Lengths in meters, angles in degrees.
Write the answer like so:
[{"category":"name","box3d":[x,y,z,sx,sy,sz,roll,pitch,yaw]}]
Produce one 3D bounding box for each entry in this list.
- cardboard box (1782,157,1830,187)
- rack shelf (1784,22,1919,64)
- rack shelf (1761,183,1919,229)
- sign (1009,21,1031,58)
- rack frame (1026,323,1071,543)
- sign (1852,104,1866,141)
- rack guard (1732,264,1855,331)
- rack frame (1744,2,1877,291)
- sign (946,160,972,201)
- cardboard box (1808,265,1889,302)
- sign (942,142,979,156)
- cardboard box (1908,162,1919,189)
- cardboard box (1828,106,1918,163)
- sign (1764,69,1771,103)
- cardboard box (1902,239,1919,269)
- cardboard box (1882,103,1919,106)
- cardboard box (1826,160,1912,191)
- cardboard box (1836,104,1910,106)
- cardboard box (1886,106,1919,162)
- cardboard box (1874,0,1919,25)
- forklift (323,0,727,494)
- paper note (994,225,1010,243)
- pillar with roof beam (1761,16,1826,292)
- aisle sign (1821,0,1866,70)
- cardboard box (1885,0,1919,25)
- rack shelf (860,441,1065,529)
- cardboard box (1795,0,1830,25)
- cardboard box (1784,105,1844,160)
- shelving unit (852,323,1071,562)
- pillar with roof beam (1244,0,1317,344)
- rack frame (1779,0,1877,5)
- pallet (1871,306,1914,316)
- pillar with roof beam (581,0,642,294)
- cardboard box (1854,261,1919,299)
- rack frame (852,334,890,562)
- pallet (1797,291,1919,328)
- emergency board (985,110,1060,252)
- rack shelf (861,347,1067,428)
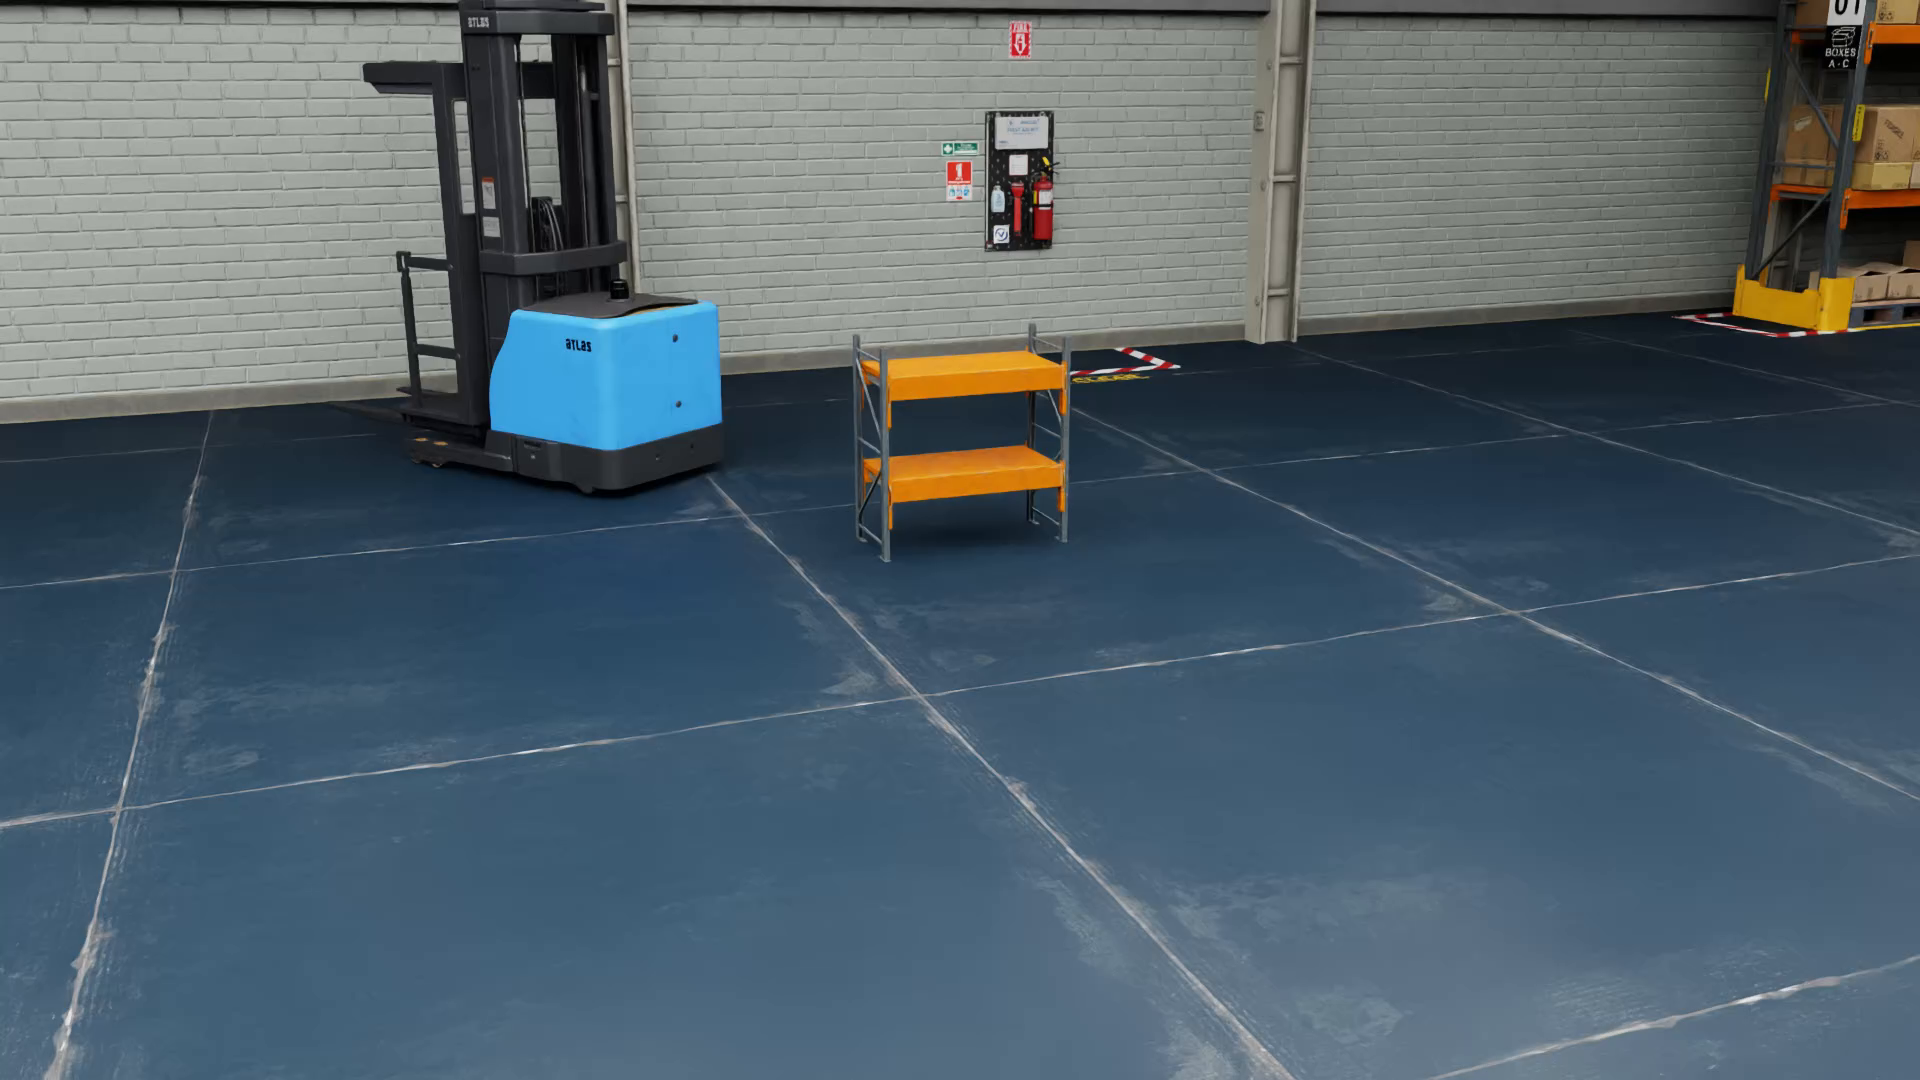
[{"category":"cardboard box","box3d":[8.494,-3.630,16.365,0.500,0.250,0.500,-6,17,-19]},{"category":"rack shelf","box3d":[9.995,-4.890,16.378,4.000,0.370,1.077,-6,17,-20]},{"category":"rack shelf","box3d":[9.995,-3.450,16.801,4.000,0.370,1.077,-6,17,-20]},{"category":"sign","box3d":[0.504,-4.186,13.914,0.199,0.298,0.001,-6,17,-20]},{"category":"rack frame","box3d":[0.481,-0.592,9.117,0.032,1.125,0.500,-6,17,-20]},{"category":"sign","box3d":[8.321,-3.867,15.405,0.005,0.325,0.100,-6,17,-20]},{"category":"rack guard","box3d":[8.198,-2.402,16.391,0.348,0.500,1.175,-6,17,-20]},{"category":"rack frame","box3d":[8.127,-3.594,16.013,0.127,3.000,1.000,-6,17,-20]},{"category":"sign","box3d":[-0.006,-3.037,14.052,0.234,0.329,0.001,-6,17,-20]},{"category":"cardboard box","box3d":[8.805,-2.561,16.487,0.500,0.311,0.500,-8,18,-26]},{"category":"sign","box3d":[0.002,-3.289,13.971,0.331,0.109,0.001,-6,17,-20]},{"category":"cardboard box","box3d":[9.176,-3.553,16.105,0.500,0.250,0.500,-7,18,-22]},{"category":"cardboard box","box3d":[8.680,-3.860,15.820,0.500,0.500,0.500,-6,17,-20]},{"category":"sign","box3d":[7.947,-4.449,16.309,0.005,0.325,0.100,-6,17,-20]},{"category":"cardboard box","box3d":[10.041,-2.770,16.863,0.500,0.500,0.700,-7,18,-24]},{"category":"cardboard box","box3d":[9.446,-4.096,16.623,0.500,0.500,0.500,-7,18,-22]},{"category":"cardboard box","box3d":[8.696,-3.497,15.914,0.500,0.250,0.500,-7,18,-22]},{"category":"cardboard box","box3d":[8.965,-4.043,16.442,0.500,0.500,0.500,-6,17,-19]},{"category":"cardboard box","box3d":[9.146,-3.908,15.981,0.500,0.500,0.500,-6,17,-20]},{"category":"cardboard box","box3d":[8.529,-5.059,15.464,0.500,0.500,0.500,-6,17,-19]},{"category":"forklift","box3d":[-2.995,-1.984,10.654,3.031,2.935,1.130,11,20,33]},{"category":"paper note","box3d":[0.357,-2.626,14.279,0.142,0.148,0.016,-6,17,-20]},{"category":"pillar with roof beam","box3d":[10.012,-5.638,12.326,0.400,9.000,9.100,-6,17,-20]},{"category":"aisle sign","box3d":[8.167,-4.755,15.353,0.004,0.787,0.394,-6,17,-20]},{"category":"cardboard box","box3d":[9.043,-5.103,15.617,0.500,0.500,0.500,-5,17,-16]},{"category":"rack shelf","box3d":[0.006,-0.306,9.011,1.000,0.278,0.538,-6,17,-20]},{"category":"cardboard box","box3d":[8.426,-5.199,15.944,0.500,0.500,0.500,-5,17,-16]},{"category":"cardboard box","box3d":[8.491,-3.995,16.278,0.500,0.500,0.500,-6,18,-21]},{"category":"shelving unit","box3d":[0.006,-0.540,8.942,1.048,1.125,0.538,-6,17,-20]},{"category":"pillar with roof beam","box3d":[4.409,-5.033,10.266,0.400,9.000,9.100,-6,17,-20]},{"category":"rack frame","box3d":[8.127,-6.472,15.168,0.127,3.000,1.000,-6,17,-20]},{"category":"pallet","box3d":[10.107,-2.458,17.094,1.213,0.211,1.003,-6,17,-20]},{"category":"pillar with roof beam","box3d":[-1.194,-4.428,8.206,0.400,9.000,9.100,-6,17,-20]},{"category":"cardboard box","box3d":[9.338,-2.618,16.682,0.500,0.311,0.500,-5,17,-15]},{"category":"rack frame","box3d":[-0.468,-0.489,8.768,0.032,1.125,0.500,-6,17,-20]},{"category":"pallet","box3d":[8.969,-2.336,16.679,1.213,0.211,1.003,-6,17,-20]},{"category":"emergency board","box3d":[0.547,-3.048,14.154,0.643,1.169,0.194,-6,17,-20]},{"category":"rack shelf","box3d":[0.006,-0.821,8.860,1.000,0.278,0.538,-6,17,-20]}]
